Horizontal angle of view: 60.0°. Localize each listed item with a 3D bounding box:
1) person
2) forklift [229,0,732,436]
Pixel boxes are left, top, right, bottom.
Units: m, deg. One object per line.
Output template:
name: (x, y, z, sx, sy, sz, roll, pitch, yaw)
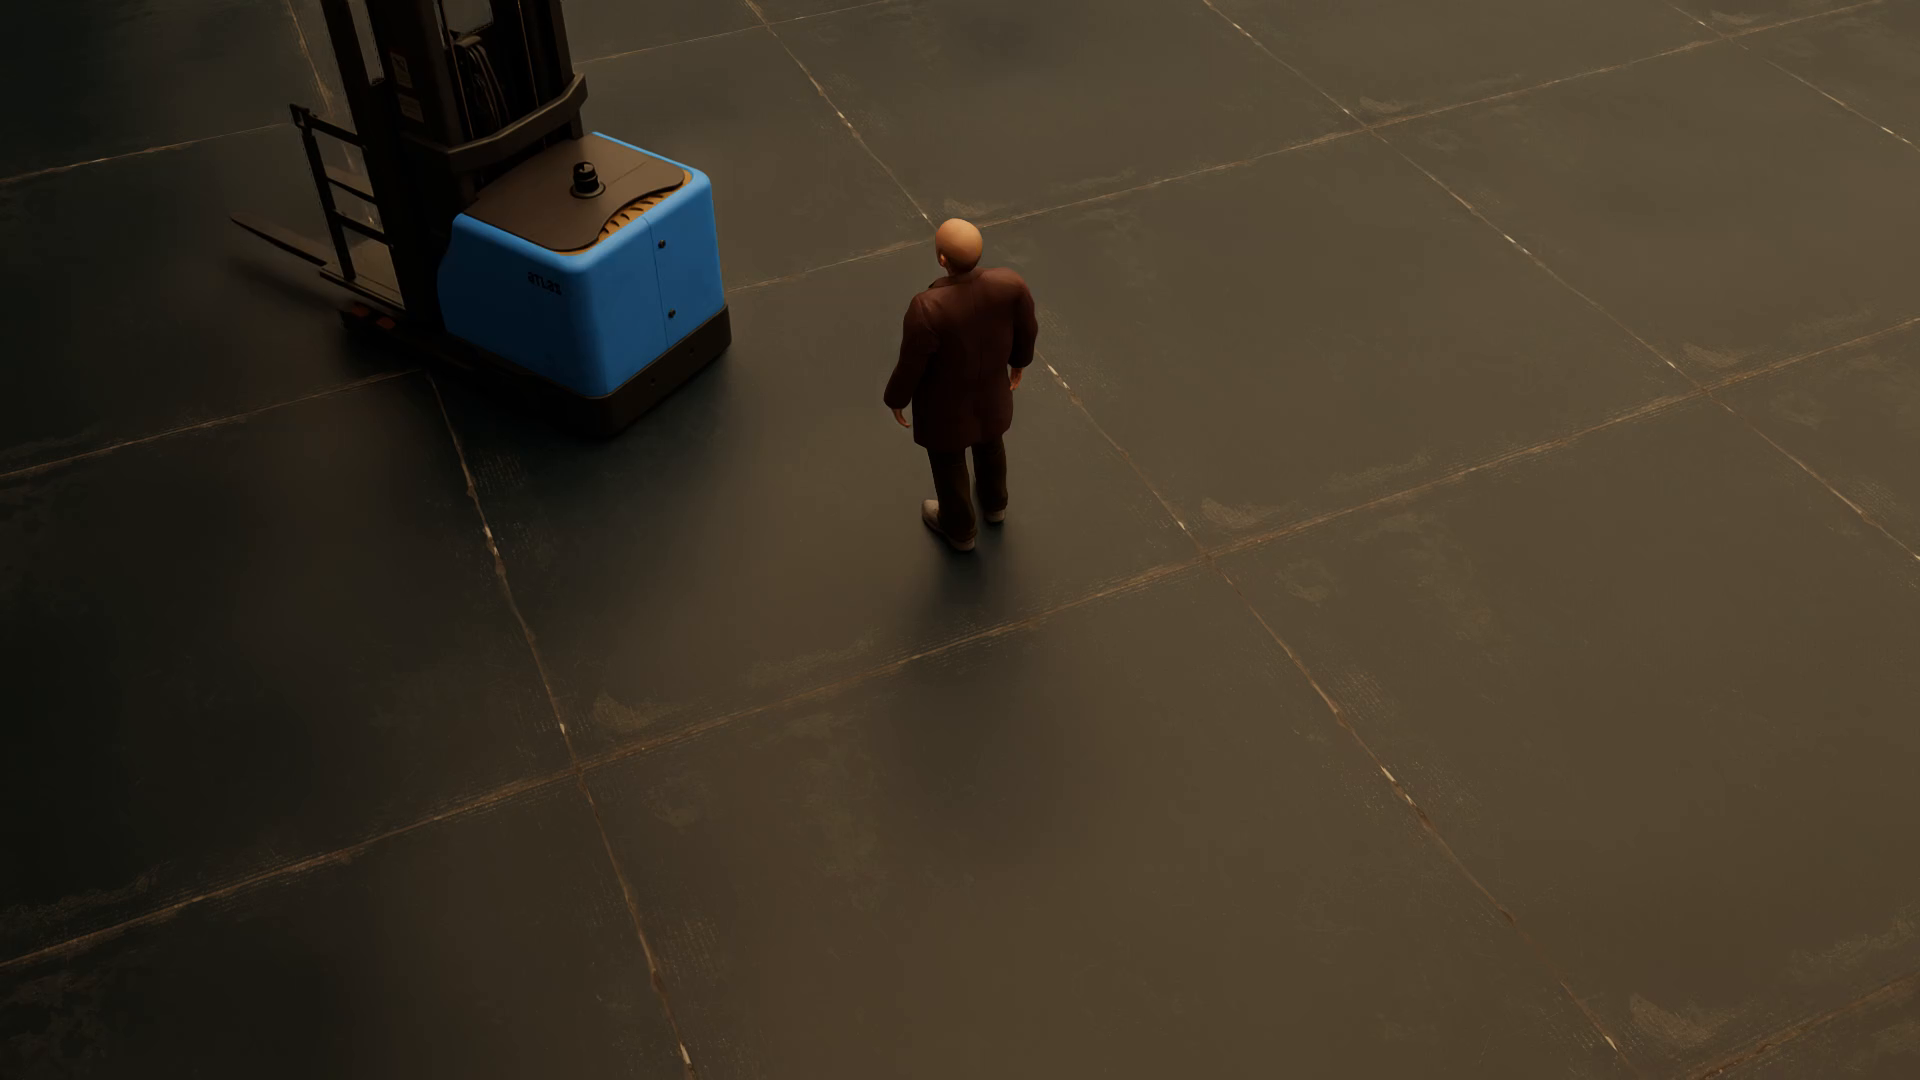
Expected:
person: (-0.035, -0.713, 7.279, 0.696, 1.777, 0.579, -18, 46, -18)
forklift: (-2.726, -2.375, 8.225, 3.031, 2.935, 1.130, 24, 48, 24)
